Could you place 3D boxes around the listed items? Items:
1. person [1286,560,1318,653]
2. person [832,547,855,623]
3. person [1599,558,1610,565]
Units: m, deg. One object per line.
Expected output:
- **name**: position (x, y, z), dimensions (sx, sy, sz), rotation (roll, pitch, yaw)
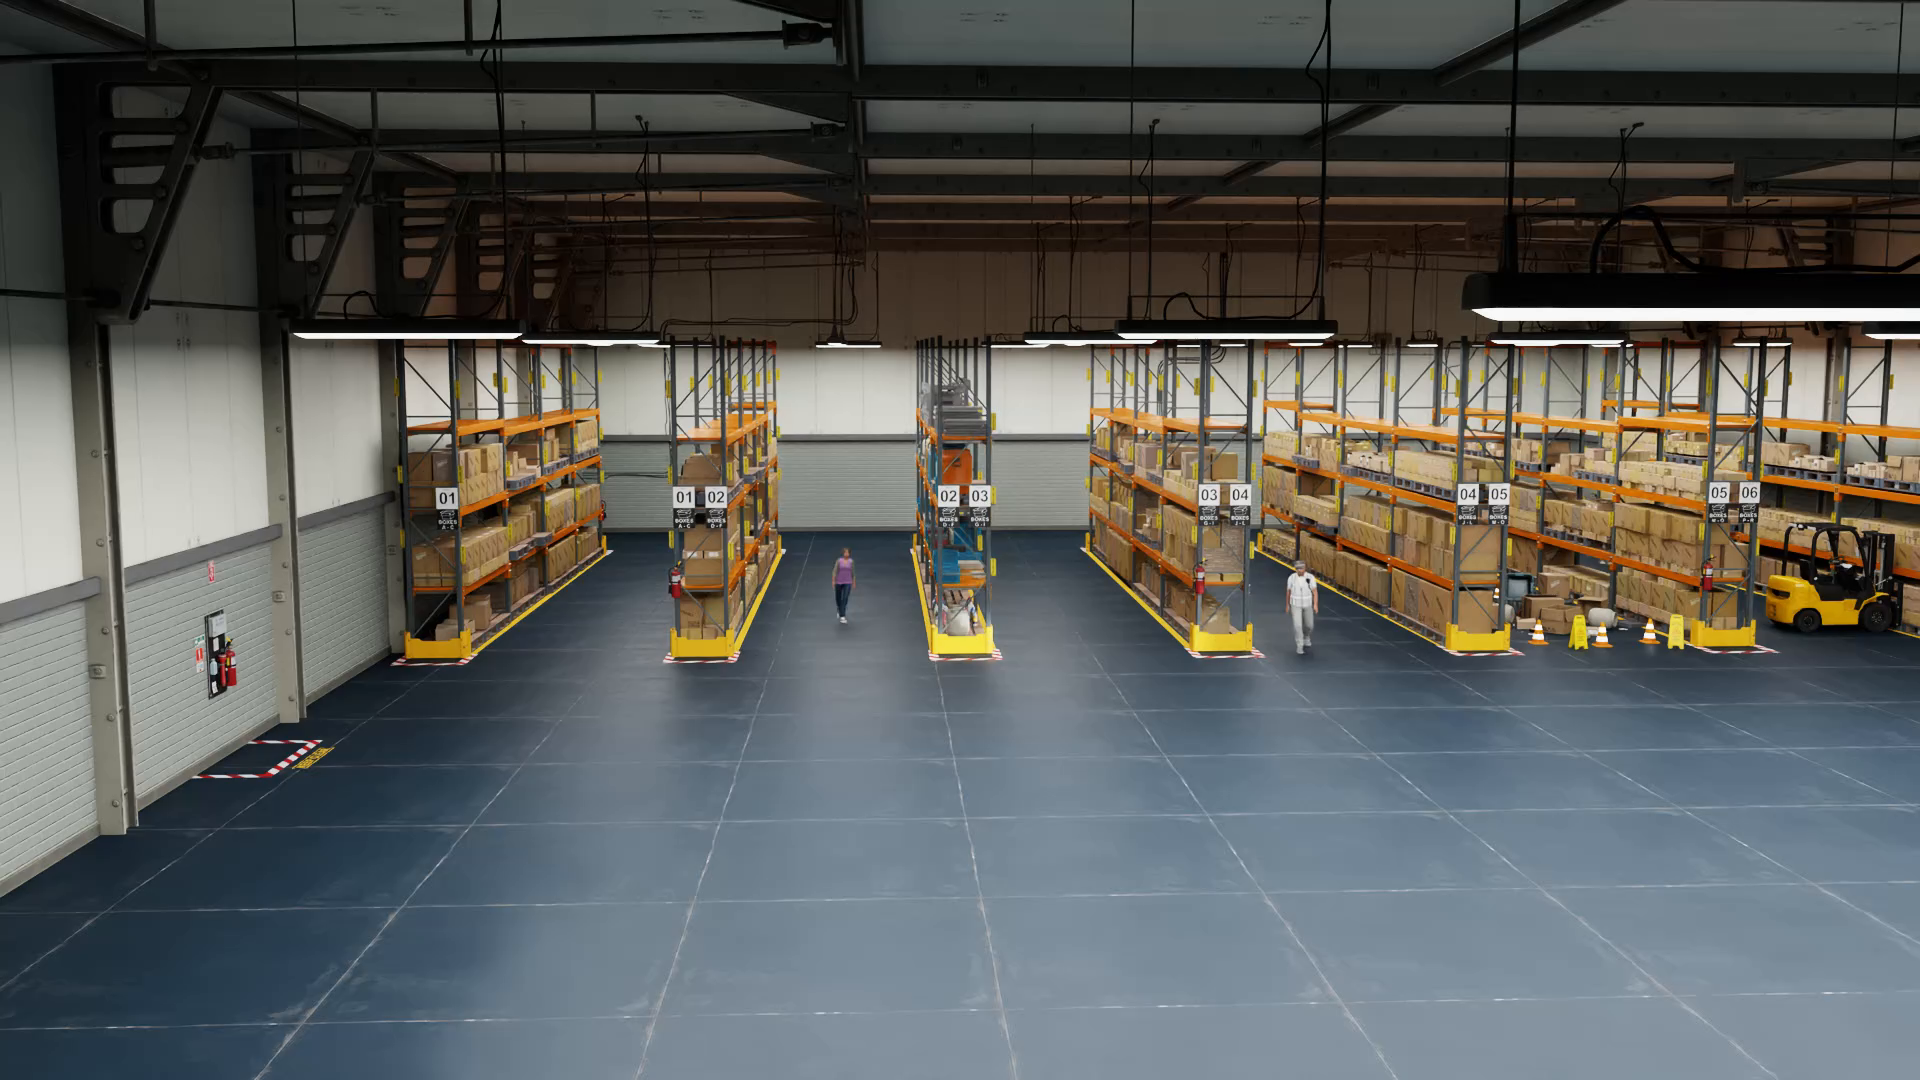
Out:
- **person**: position (6.555, 1.249, 31.882), dimensions (0.592, 1.756, 0.737), rotation (1, 7, 9)
- **person**: position (-2.469, 0.937, 35.347), dimensions (0.503, 1.563, 0.767), rotation (-1, 7, -6)
- **person**: position (17.317, -0.124, 44.460), dimensions (0.455, 1.616, 0.456), rotation (-1, 7, -6)
